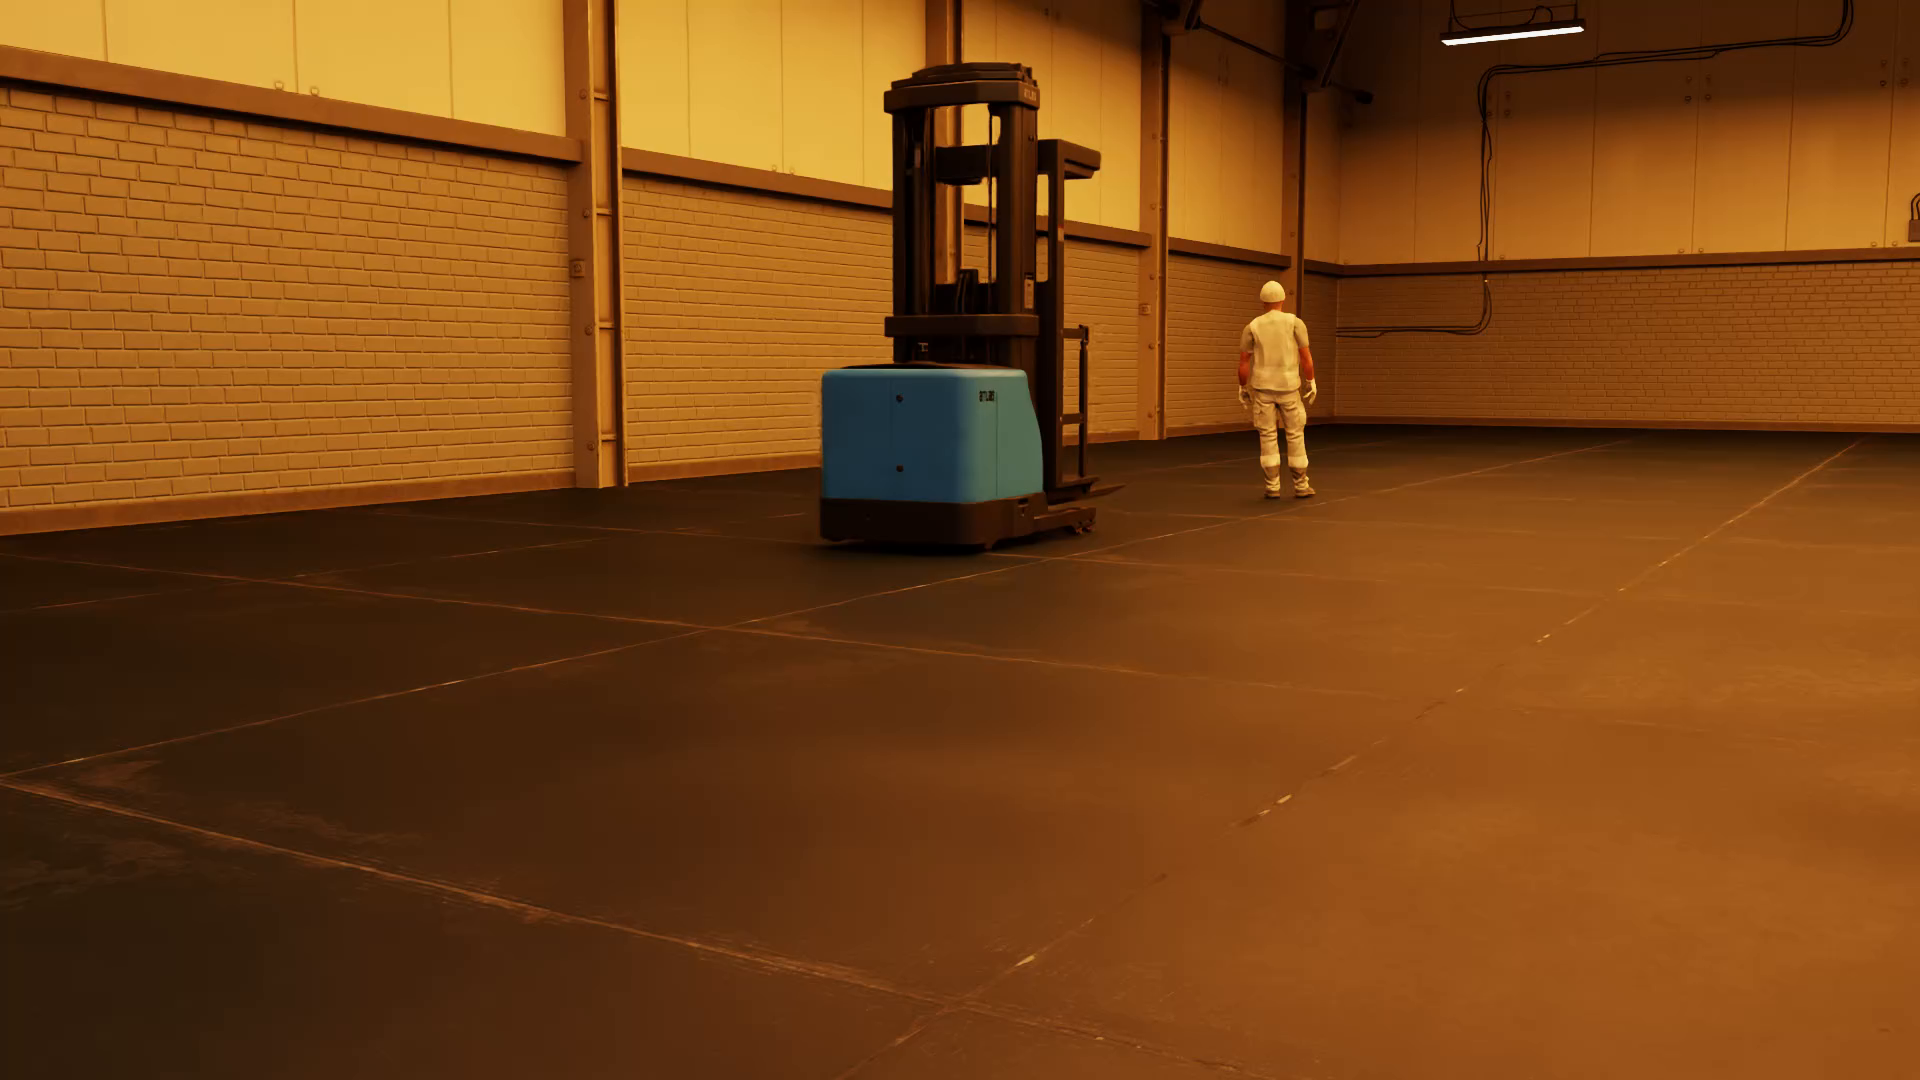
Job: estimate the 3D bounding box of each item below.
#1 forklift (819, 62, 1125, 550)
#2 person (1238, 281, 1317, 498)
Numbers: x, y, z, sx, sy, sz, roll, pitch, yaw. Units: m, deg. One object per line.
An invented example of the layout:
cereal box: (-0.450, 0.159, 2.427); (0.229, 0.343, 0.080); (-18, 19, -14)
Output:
forklift: (0.255, -1.516, 10.916); (1.130, 2.935, 3.031); (3, 7, 26)
person: (2.651, -1.253, 13.867); (0.638, 1.787, 0.564); (2, 6, 16)
